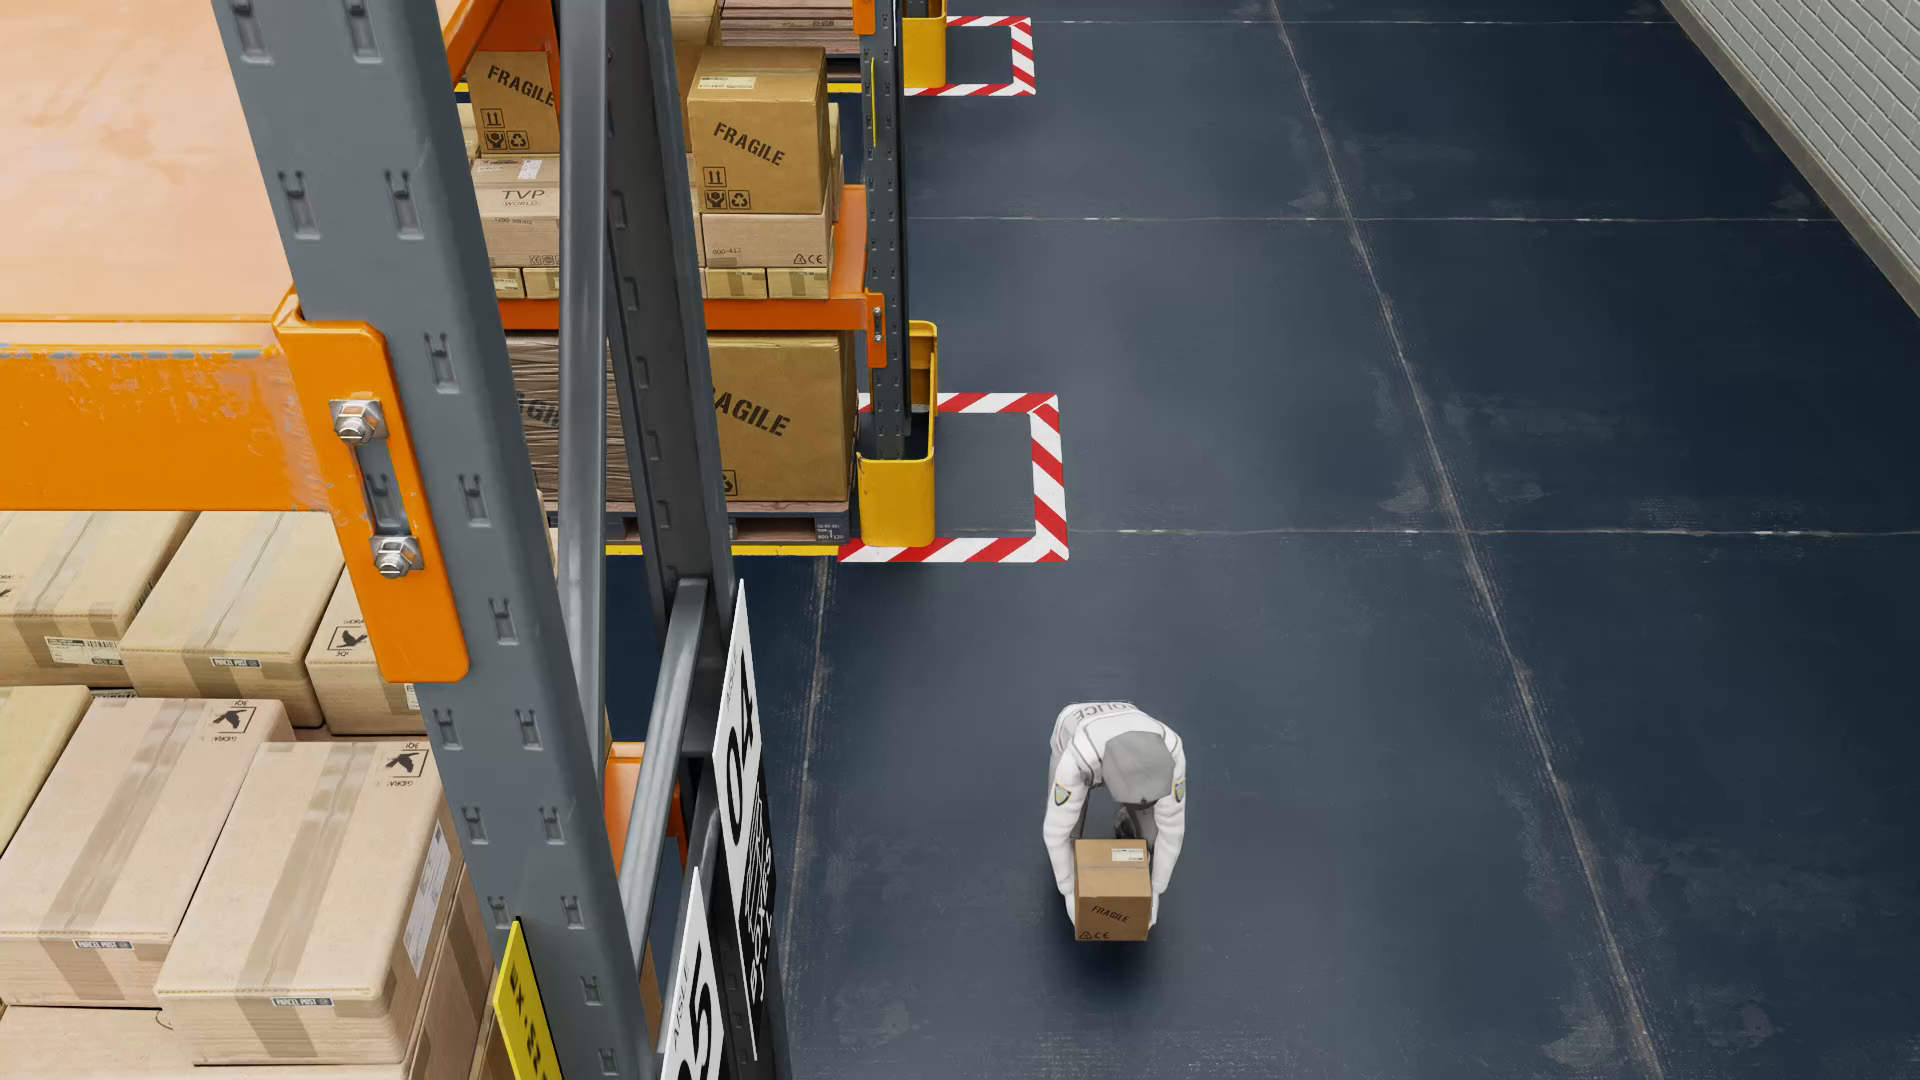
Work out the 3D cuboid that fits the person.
[{"bbox_3d":[0.545,0.895,5.997,0.501,0.961,0.823,0,40,0],"label":"person"}]
